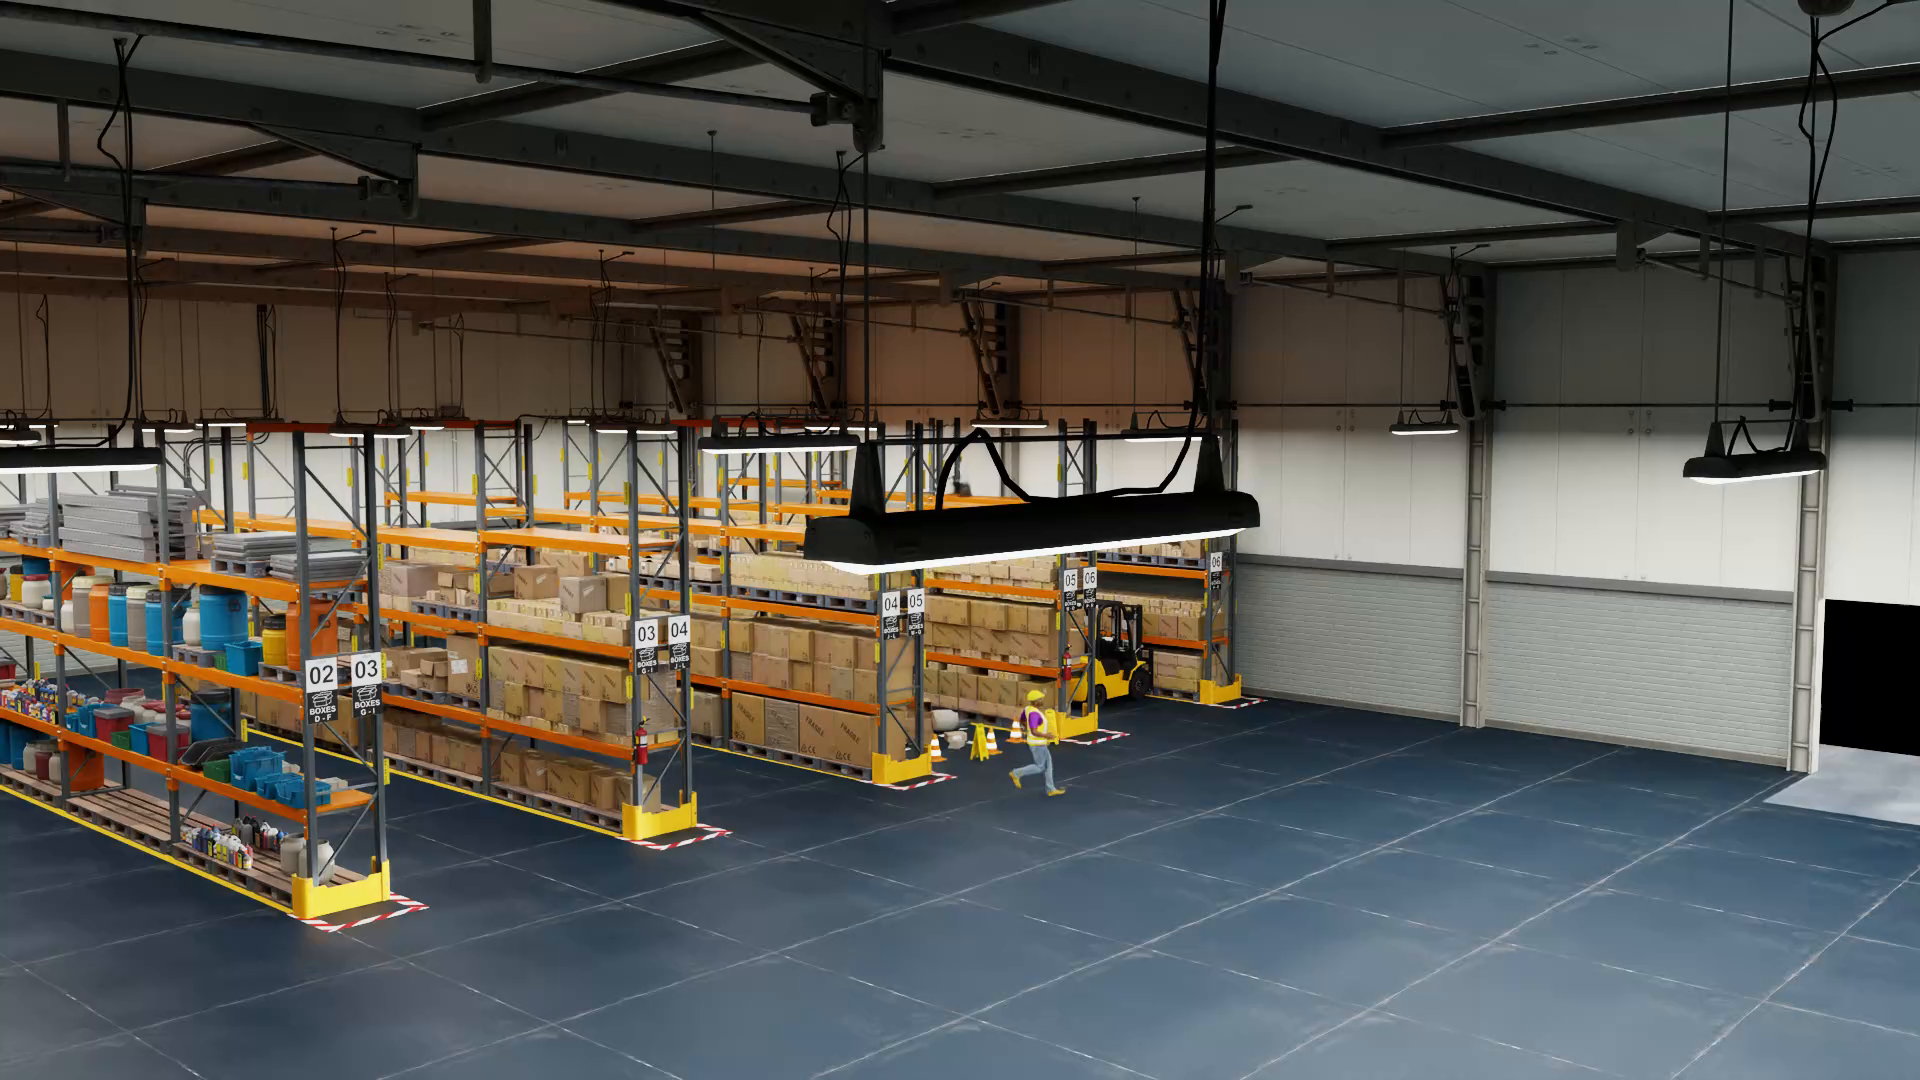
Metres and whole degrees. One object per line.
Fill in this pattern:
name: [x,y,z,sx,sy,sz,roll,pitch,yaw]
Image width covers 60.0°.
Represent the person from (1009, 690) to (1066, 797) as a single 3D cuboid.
person: [1.250,3.283,26.834,0.928,1.743,0.713,0,5,-2]
